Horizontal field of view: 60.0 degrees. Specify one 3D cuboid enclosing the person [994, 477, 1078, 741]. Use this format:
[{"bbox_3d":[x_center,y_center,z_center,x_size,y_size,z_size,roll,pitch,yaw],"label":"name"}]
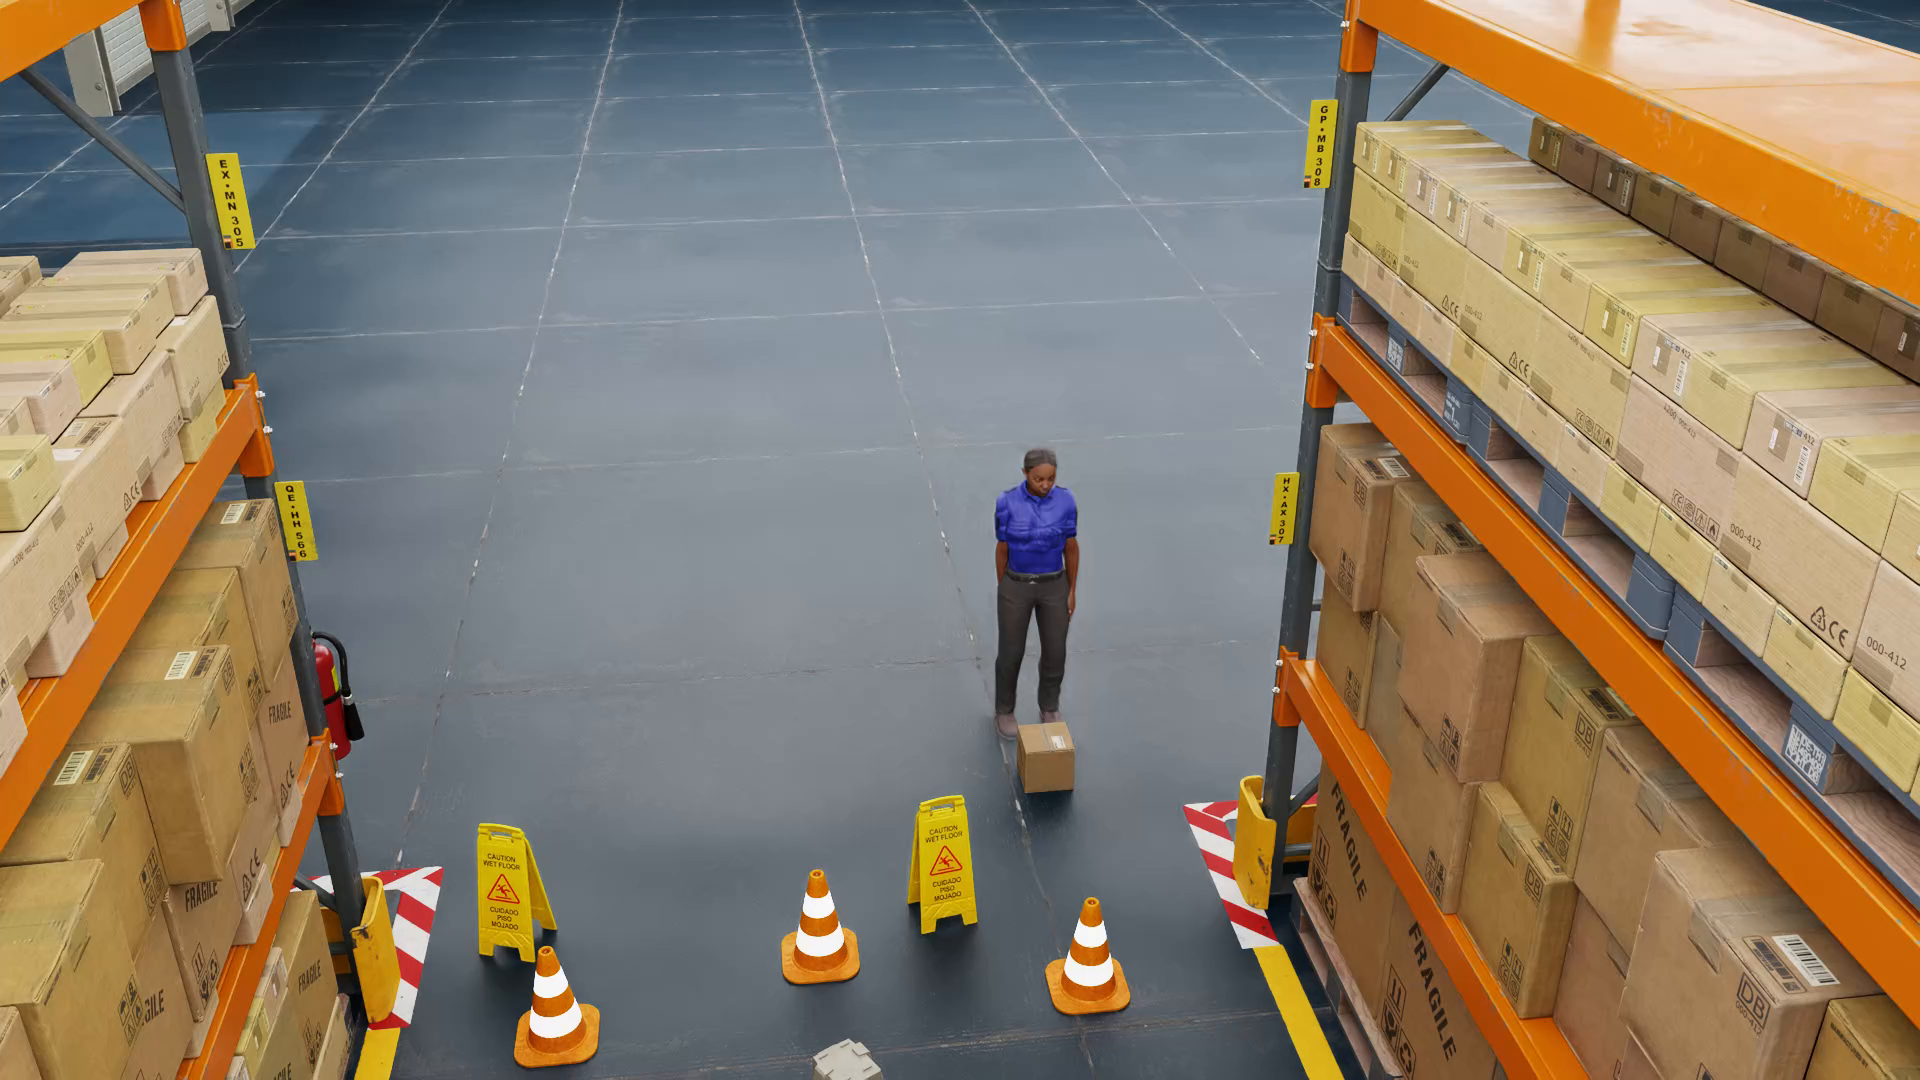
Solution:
[{"bbox_3d":[0.392,0.359,8.640,0.429,1.453,0.300,-3,27,-6],"label":"person"}]
